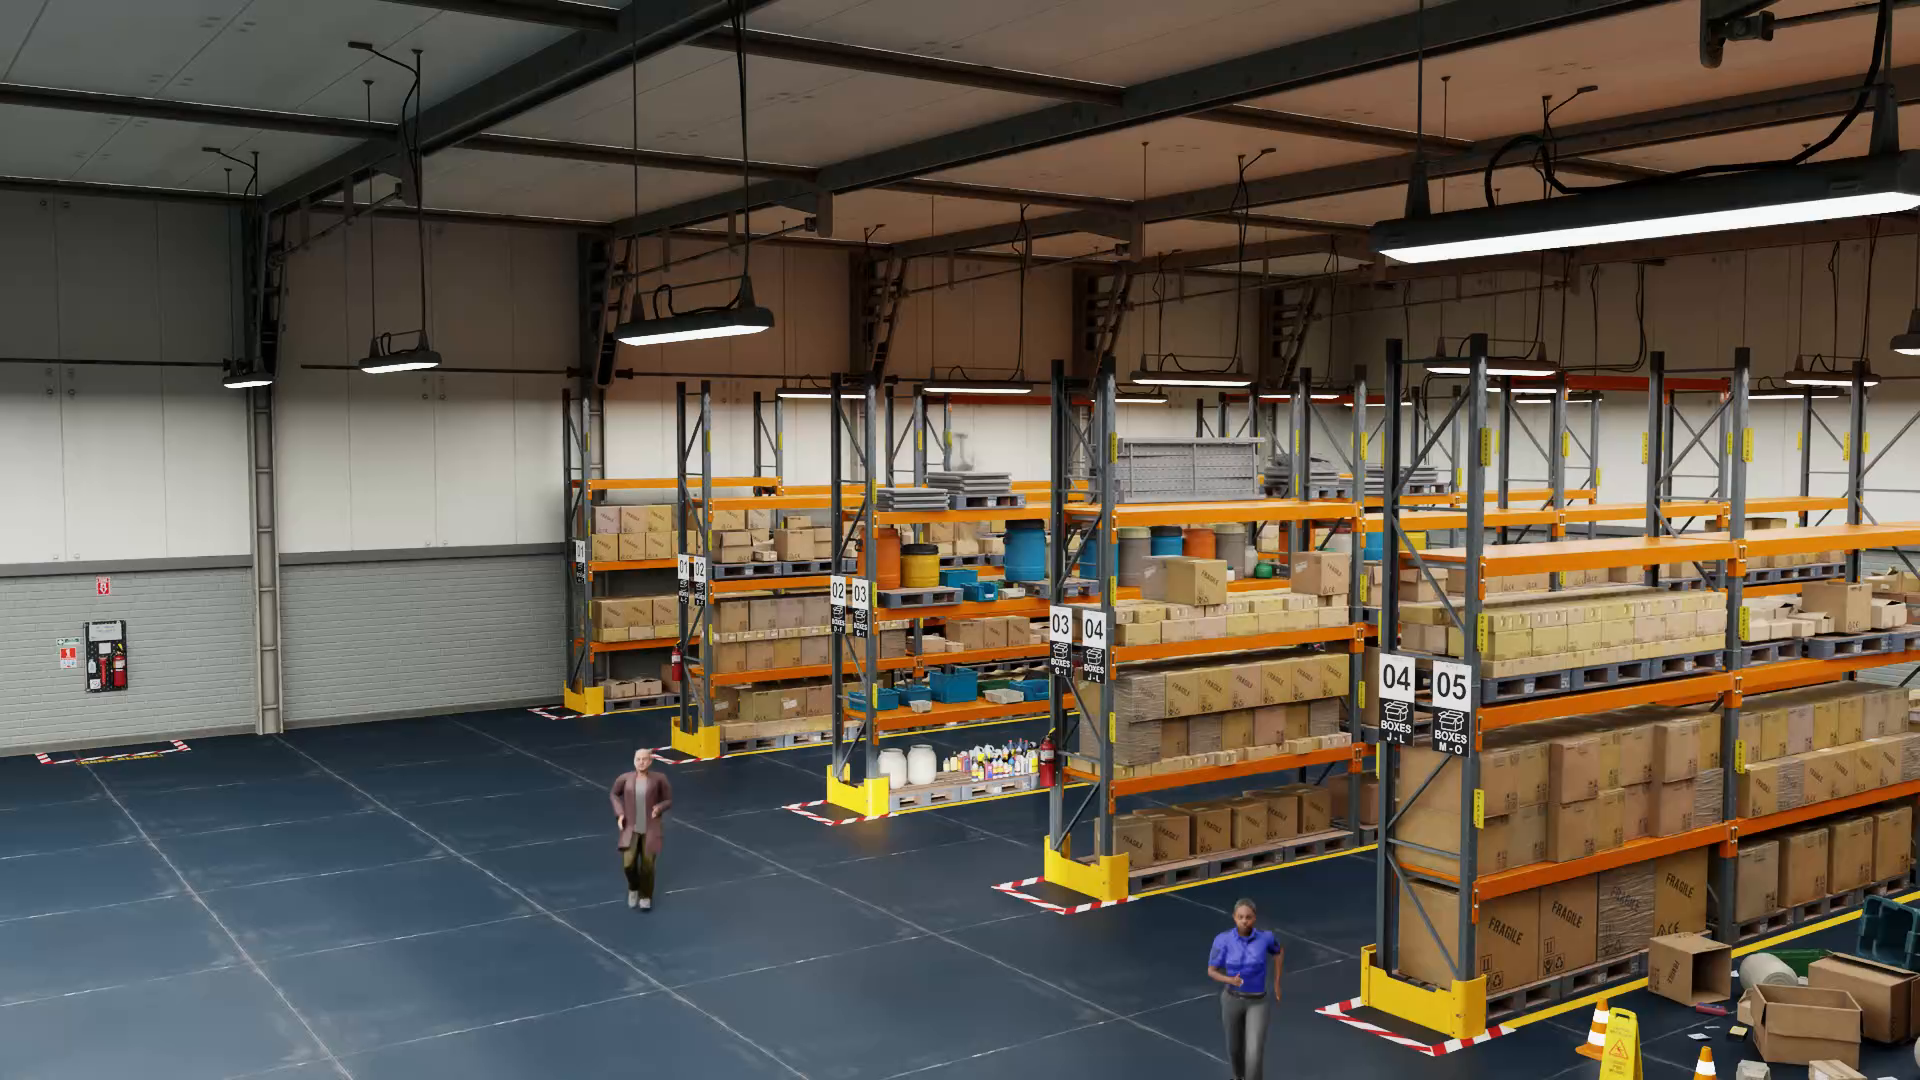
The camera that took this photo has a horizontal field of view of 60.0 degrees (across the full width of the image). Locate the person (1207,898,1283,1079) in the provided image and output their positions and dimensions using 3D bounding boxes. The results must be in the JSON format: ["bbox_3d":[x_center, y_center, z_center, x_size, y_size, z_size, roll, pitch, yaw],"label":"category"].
[{"bbox_3d":[2.144,3.523,12.515,0.547,1.703,0.863,1,4,13],"label":"person"}]

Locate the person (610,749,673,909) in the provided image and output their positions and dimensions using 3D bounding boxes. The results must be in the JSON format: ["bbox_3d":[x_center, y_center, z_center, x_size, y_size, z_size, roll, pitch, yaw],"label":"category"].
[{"bbox_3d":[-3.442,3.136,17.907,0.695,1.745,0.642,0,4,-6],"label":"person"}]
